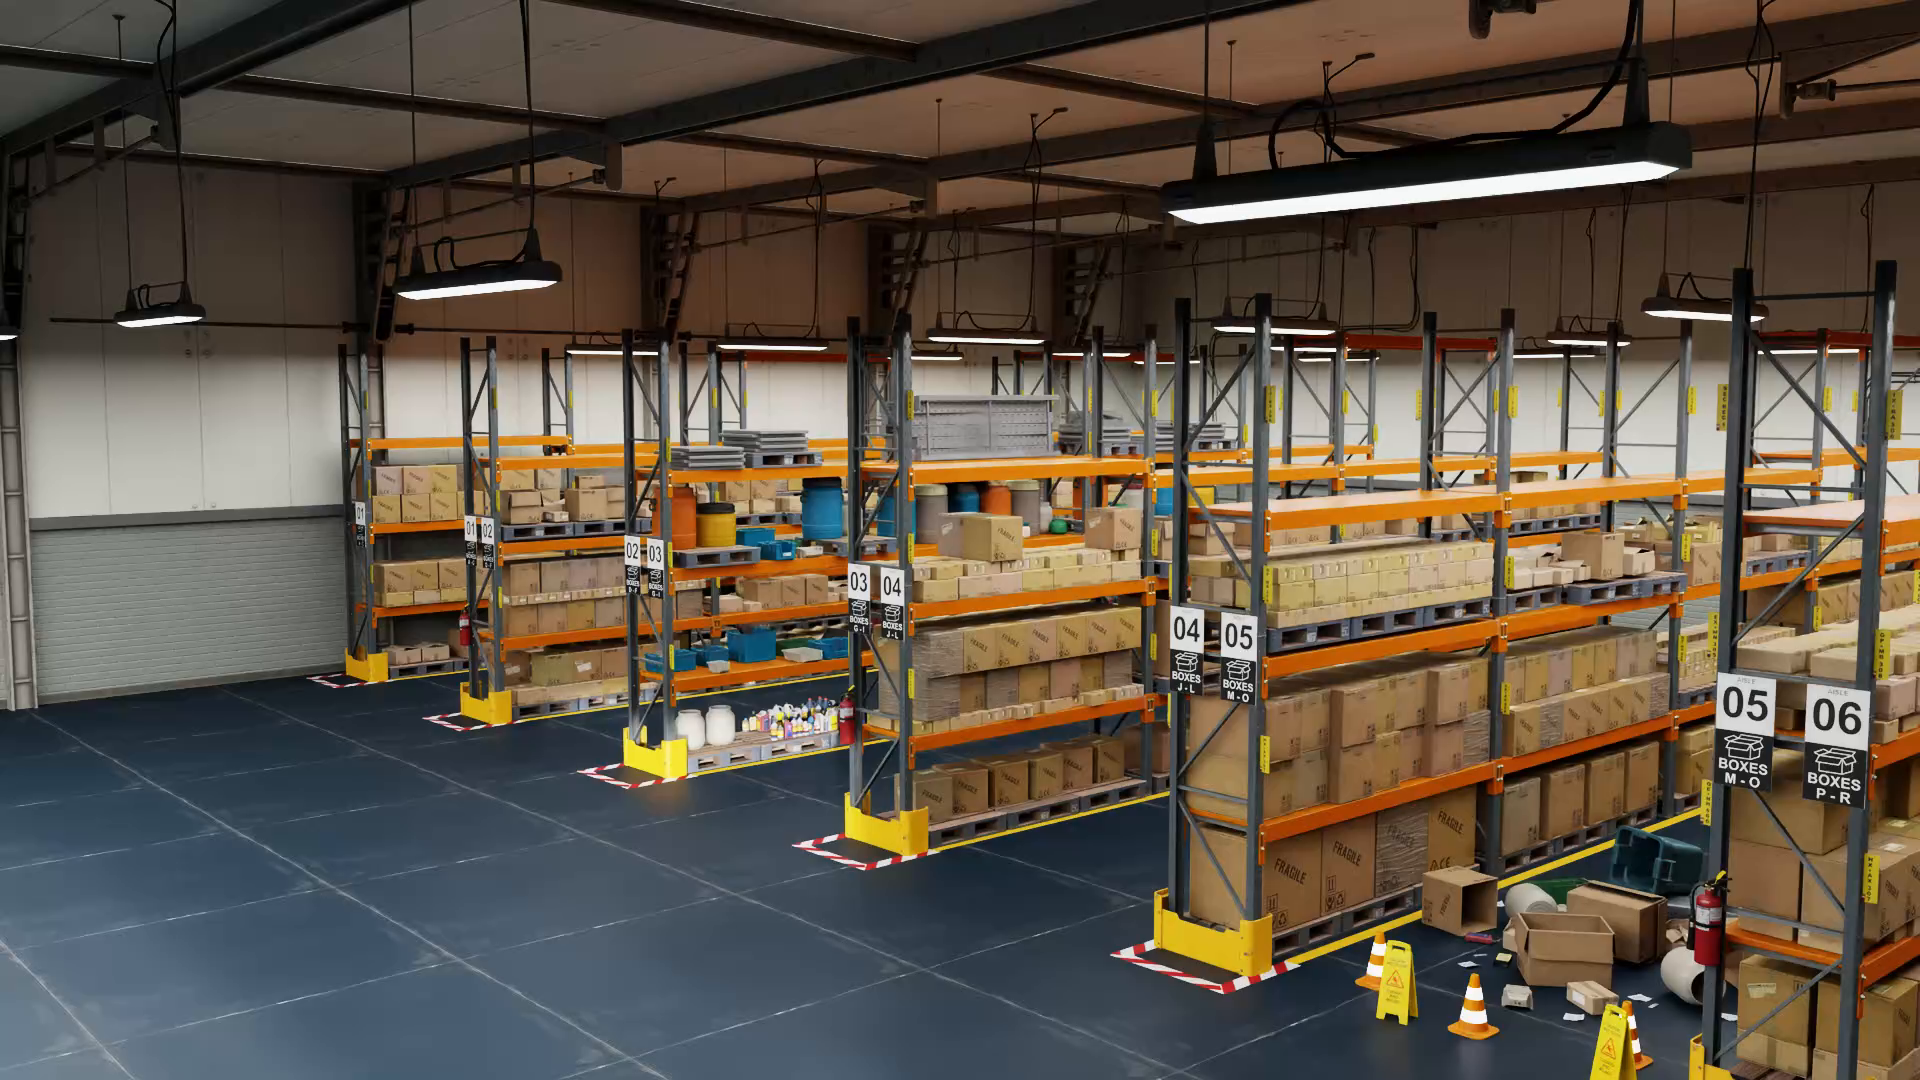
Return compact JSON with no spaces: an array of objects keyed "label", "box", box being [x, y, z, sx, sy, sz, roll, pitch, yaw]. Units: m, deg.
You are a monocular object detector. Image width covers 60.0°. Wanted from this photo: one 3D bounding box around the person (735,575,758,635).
[{"label":"person","box":[-4.281,1.382,33.393,0.567,1.601,0.647,3,6,30]}]
